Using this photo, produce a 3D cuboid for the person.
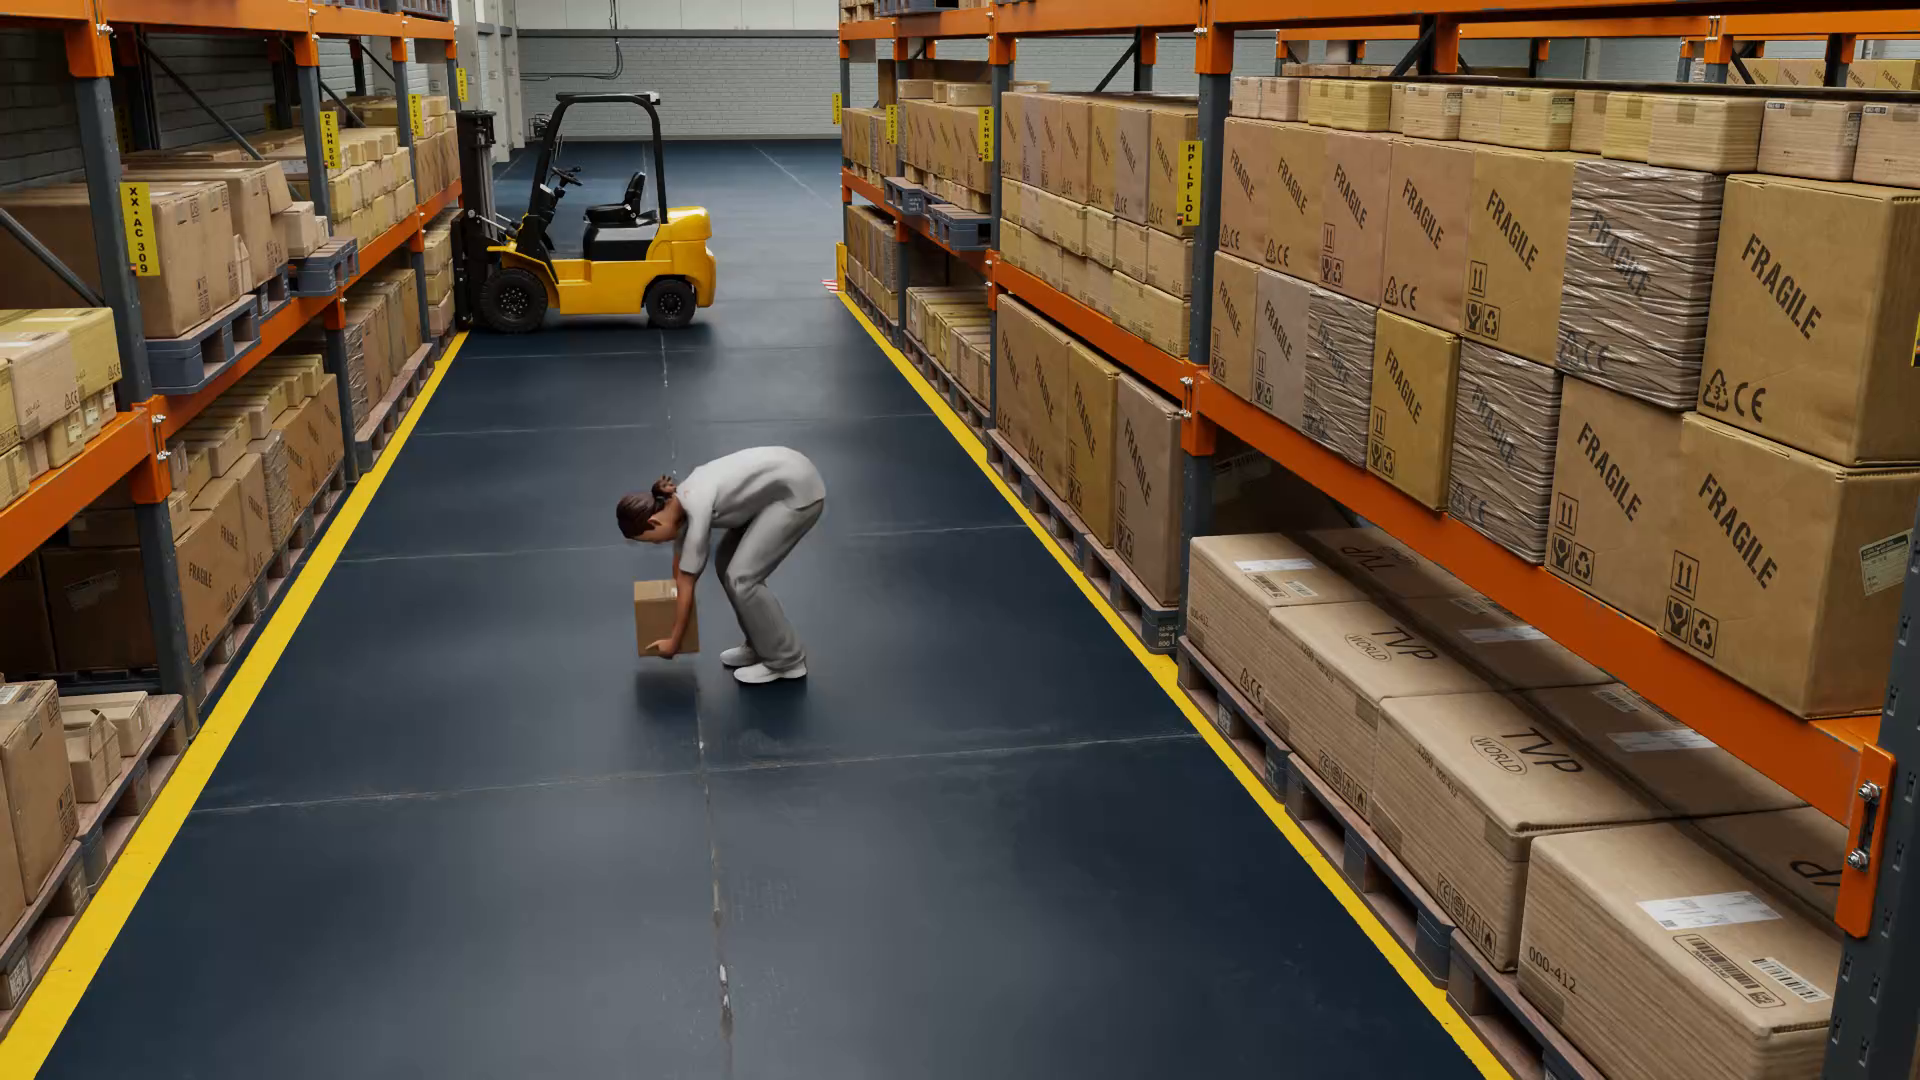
[{"bbox_3d":[-0.982,0.107,6.936,0.858,0.962,0.451,-4,17,-13],"label":"person"}]
